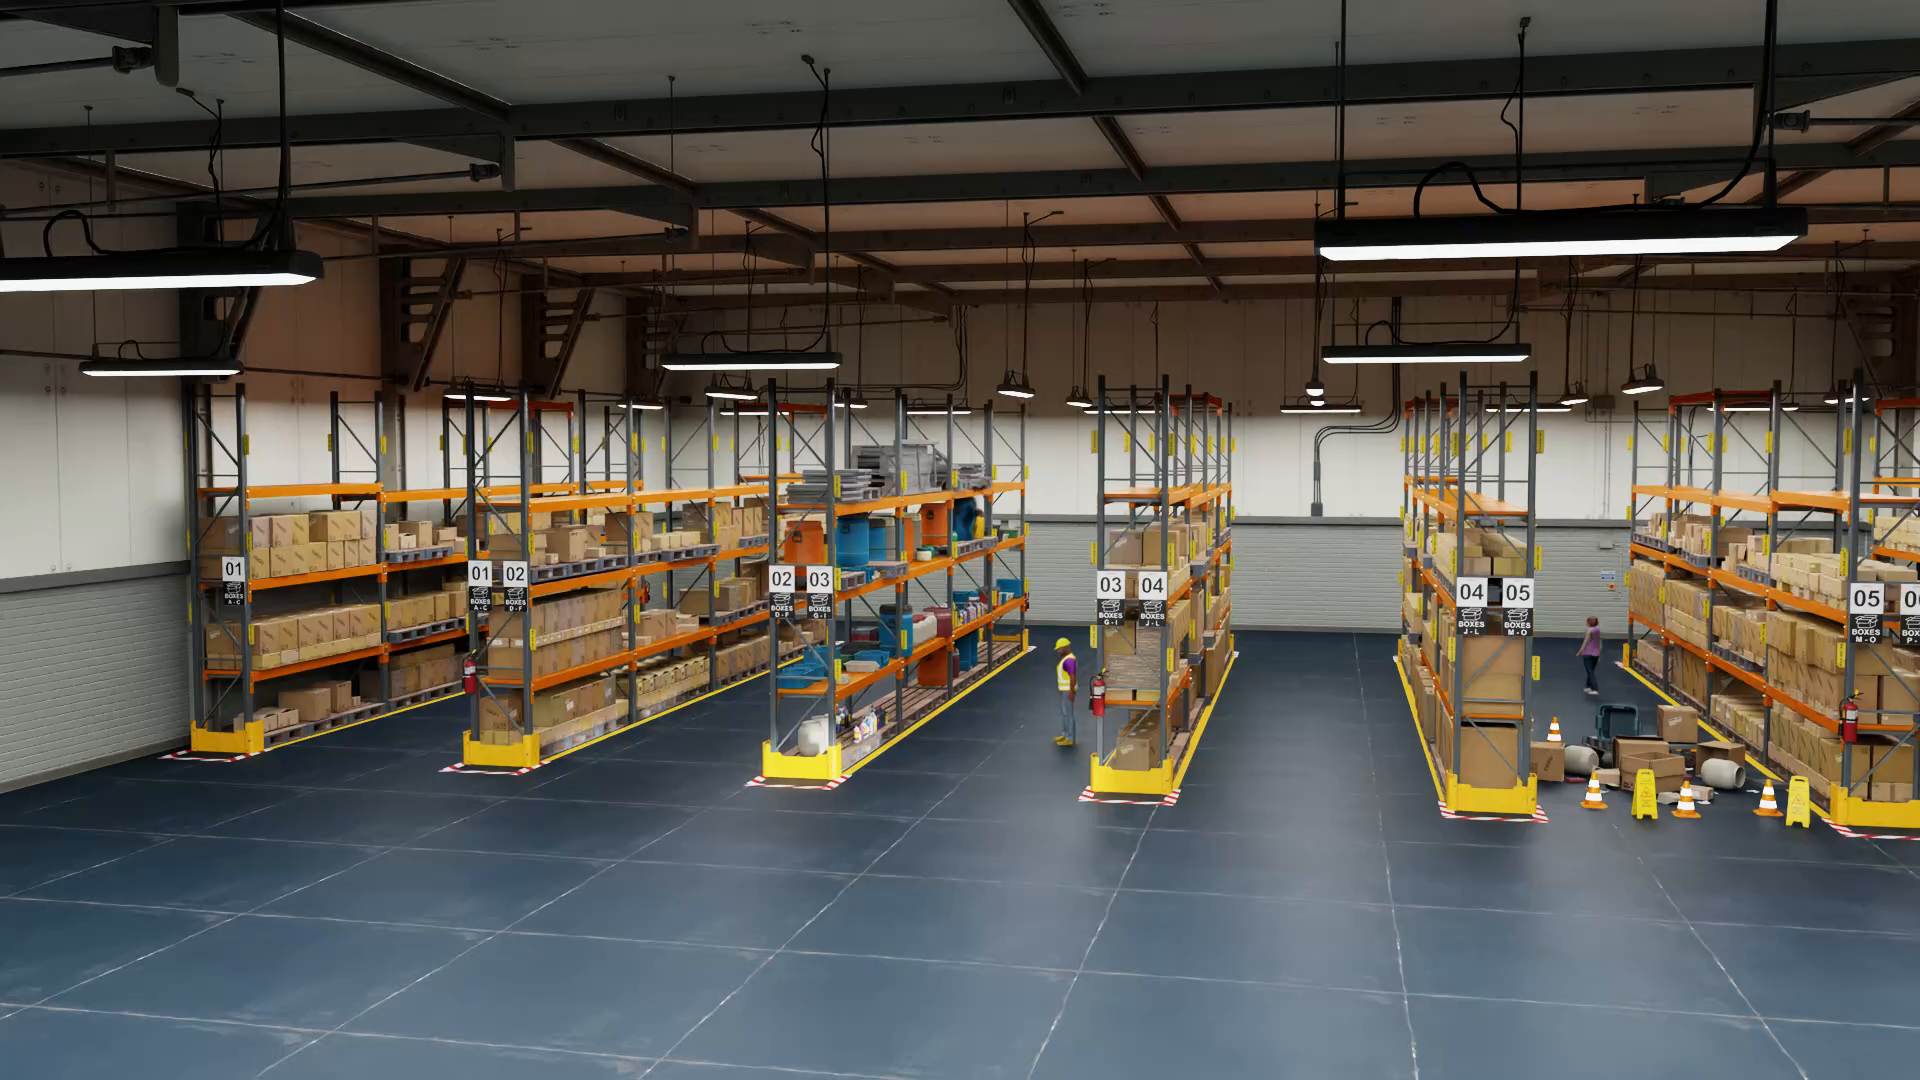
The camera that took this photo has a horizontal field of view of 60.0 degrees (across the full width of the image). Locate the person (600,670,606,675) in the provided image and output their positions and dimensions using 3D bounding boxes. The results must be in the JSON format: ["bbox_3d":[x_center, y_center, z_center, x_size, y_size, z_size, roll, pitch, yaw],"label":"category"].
[{"bbox_3d":[-7.357,2.199,33.585,0.628,1.775,0.626,2,4,34],"label":"person"}]

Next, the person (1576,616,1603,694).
[{"bbox_3d":[12.598,2.298,33.263,0.505,1.577,0.841,0,3,-4],"label":"person"}]

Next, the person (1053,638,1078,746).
[{"bbox_3d":[1.770,2.521,27.857,0.409,1.764,0.628,0,3,0],"label":"person"}]
